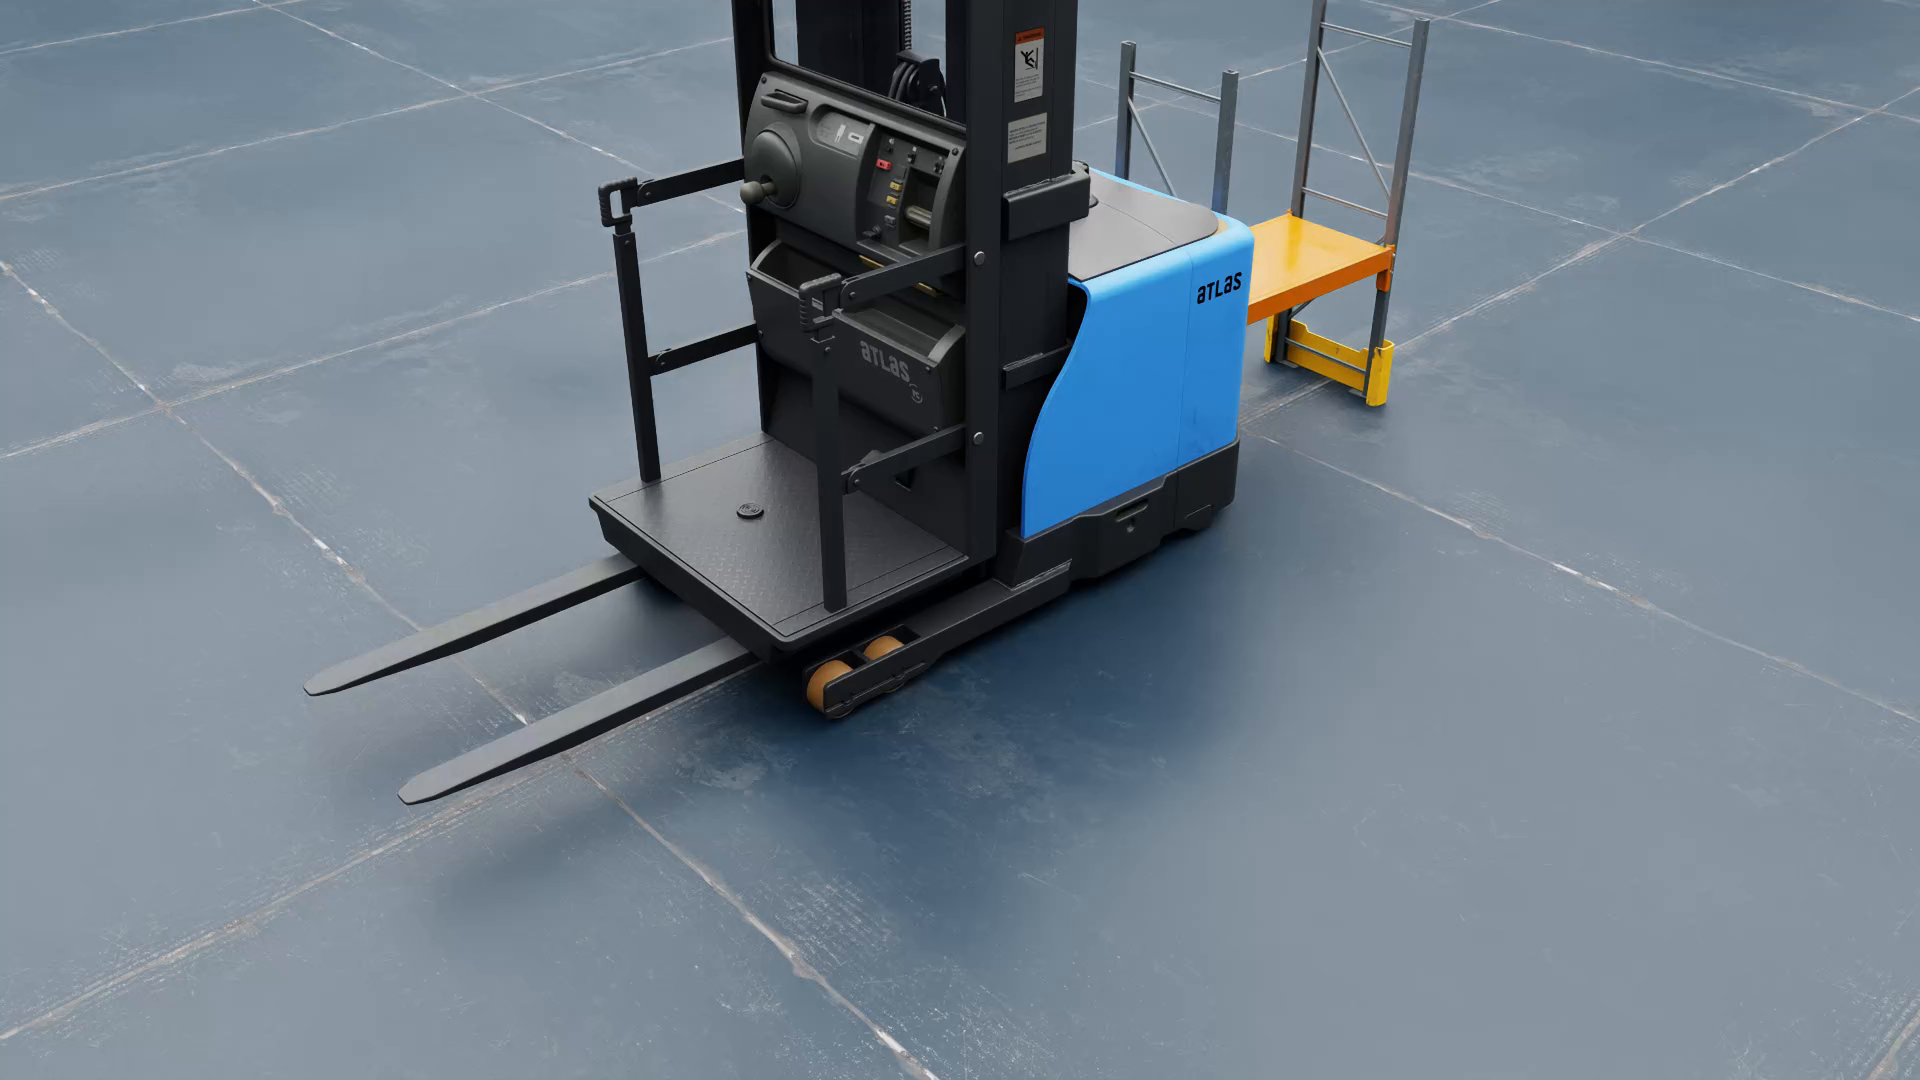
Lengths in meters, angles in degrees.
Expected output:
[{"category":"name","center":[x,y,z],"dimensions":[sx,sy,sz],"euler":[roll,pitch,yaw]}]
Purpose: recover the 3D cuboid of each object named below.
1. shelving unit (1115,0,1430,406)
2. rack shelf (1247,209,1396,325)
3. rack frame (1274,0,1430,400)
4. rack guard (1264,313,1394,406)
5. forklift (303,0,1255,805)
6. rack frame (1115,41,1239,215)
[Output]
[{"category":"shelving unit","center":[1.113,-1.128,6.157],"dimensions":[1.083,1.500,0.587],"euler":[-24,39,-34]},{"category":"rack shelf","center":[1.106,-0.971,6.246],"dimensions":[1.000,0.185,0.538],"euler":[-24,39,-34]},{"category":"rack frame","center":[1.492,-1.298,6.434],"dimensions":[0.032,1.500,0.500],"euler":[-24,39,-34]},{"category":"rack guard","center":[1.491,-0.764,6.760],"dimensions":[0.087,0.250,0.587],"euler":[-24,39,-34]},{"category":"forklift","center":[-0.478,-1.036,4.634],"dimensions":[3.031,2.935,1.130],"euler":[-24,39,-34]},{"category":"rack frame","center":[0.720,-0.952,5.870],"dimensions":[0.032,1.500,0.500],"euler":[-24,39,-34]}]
